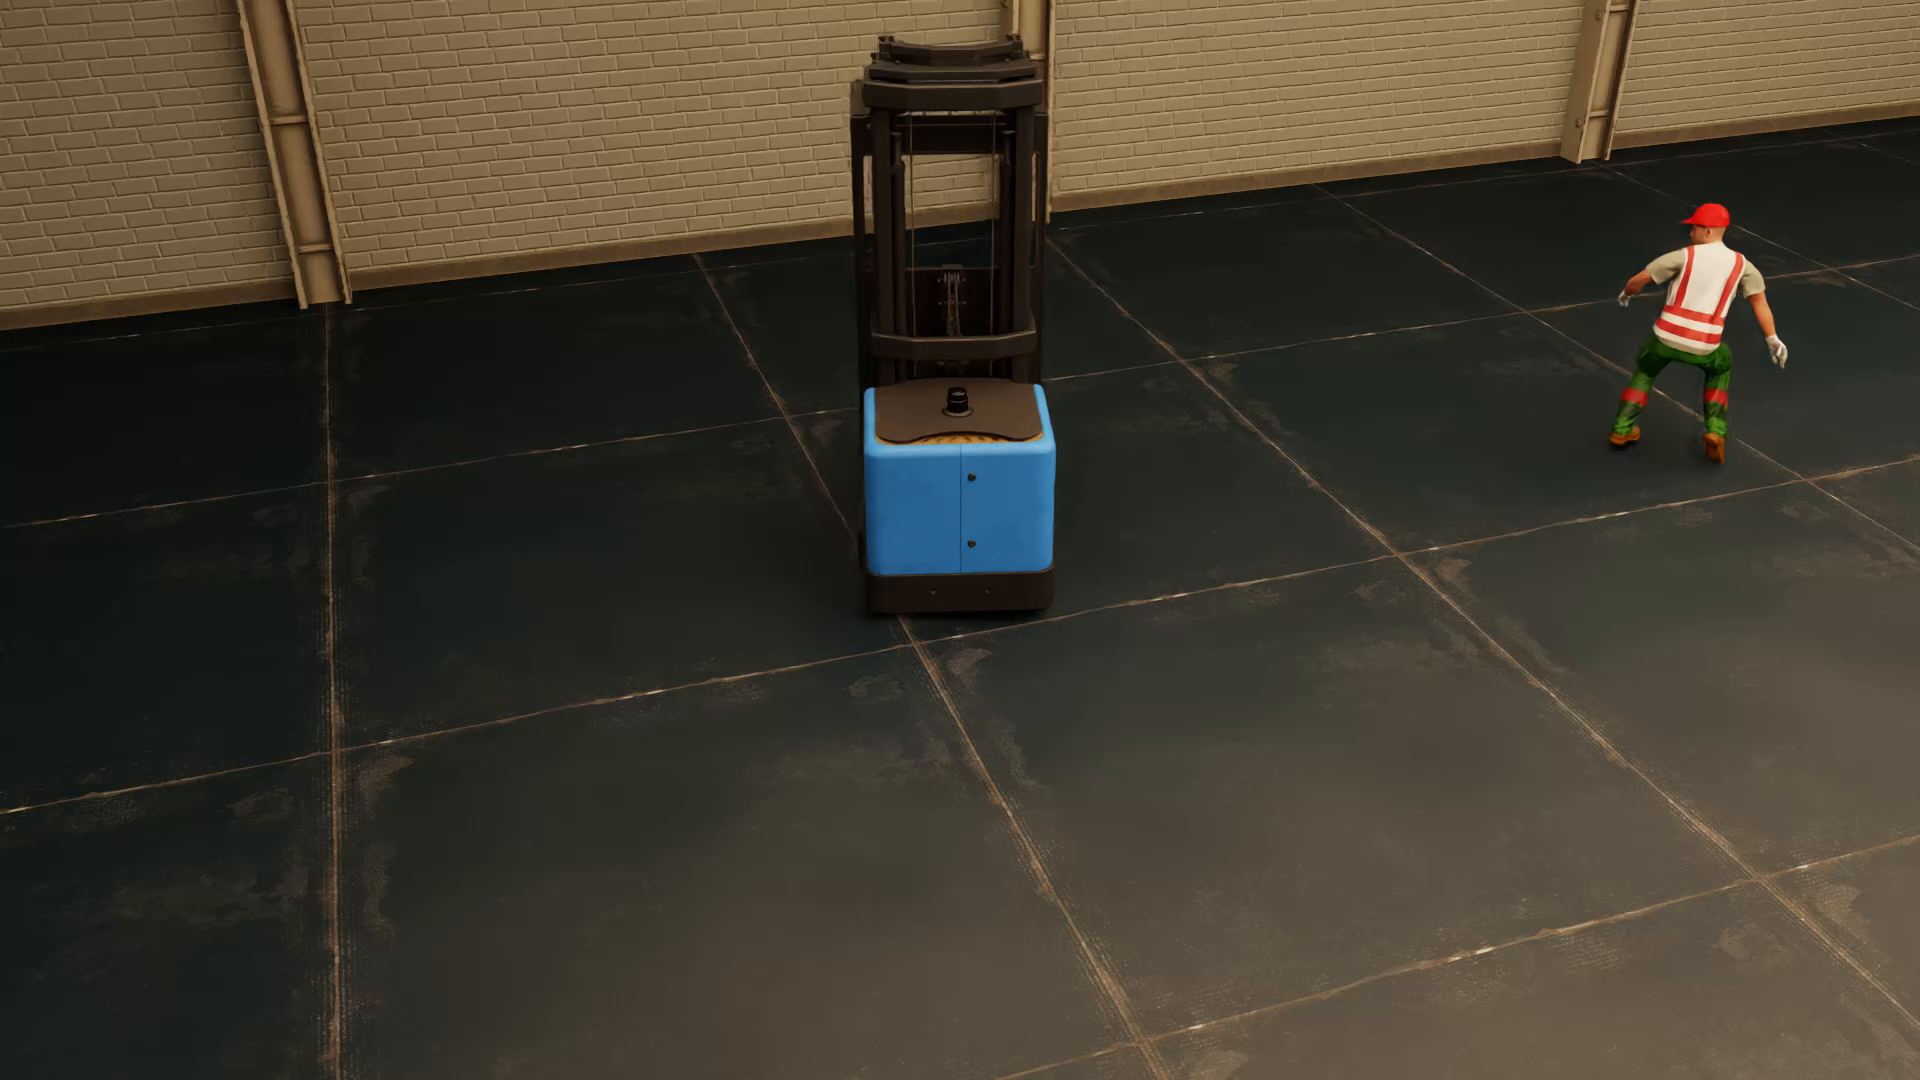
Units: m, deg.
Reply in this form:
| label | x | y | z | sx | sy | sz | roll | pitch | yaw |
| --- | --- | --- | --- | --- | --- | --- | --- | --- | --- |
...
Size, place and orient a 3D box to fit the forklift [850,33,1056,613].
| label | x | y | z | sx | sy | sz | roll | pitch | yaw |
| --- | --- | --- | --- | --- | --- | --- | --- | --- | --- |
| forklift | -0.072 | -1.567 | 9.811 | 1.130 | 2.935 | 3.031 | -1 | 30 | -3 |

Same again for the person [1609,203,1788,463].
| label | x | y | z | sx | sy | sz | roll | pitch | yaw |
| --- | --- | --- | --- | --- | --- | --- | --- | --- | --- |
| person | 4.751 | -1.300 | 10.707 | 1.041 | 1.672 | 0.521 | 12 | 32 | 19 |
